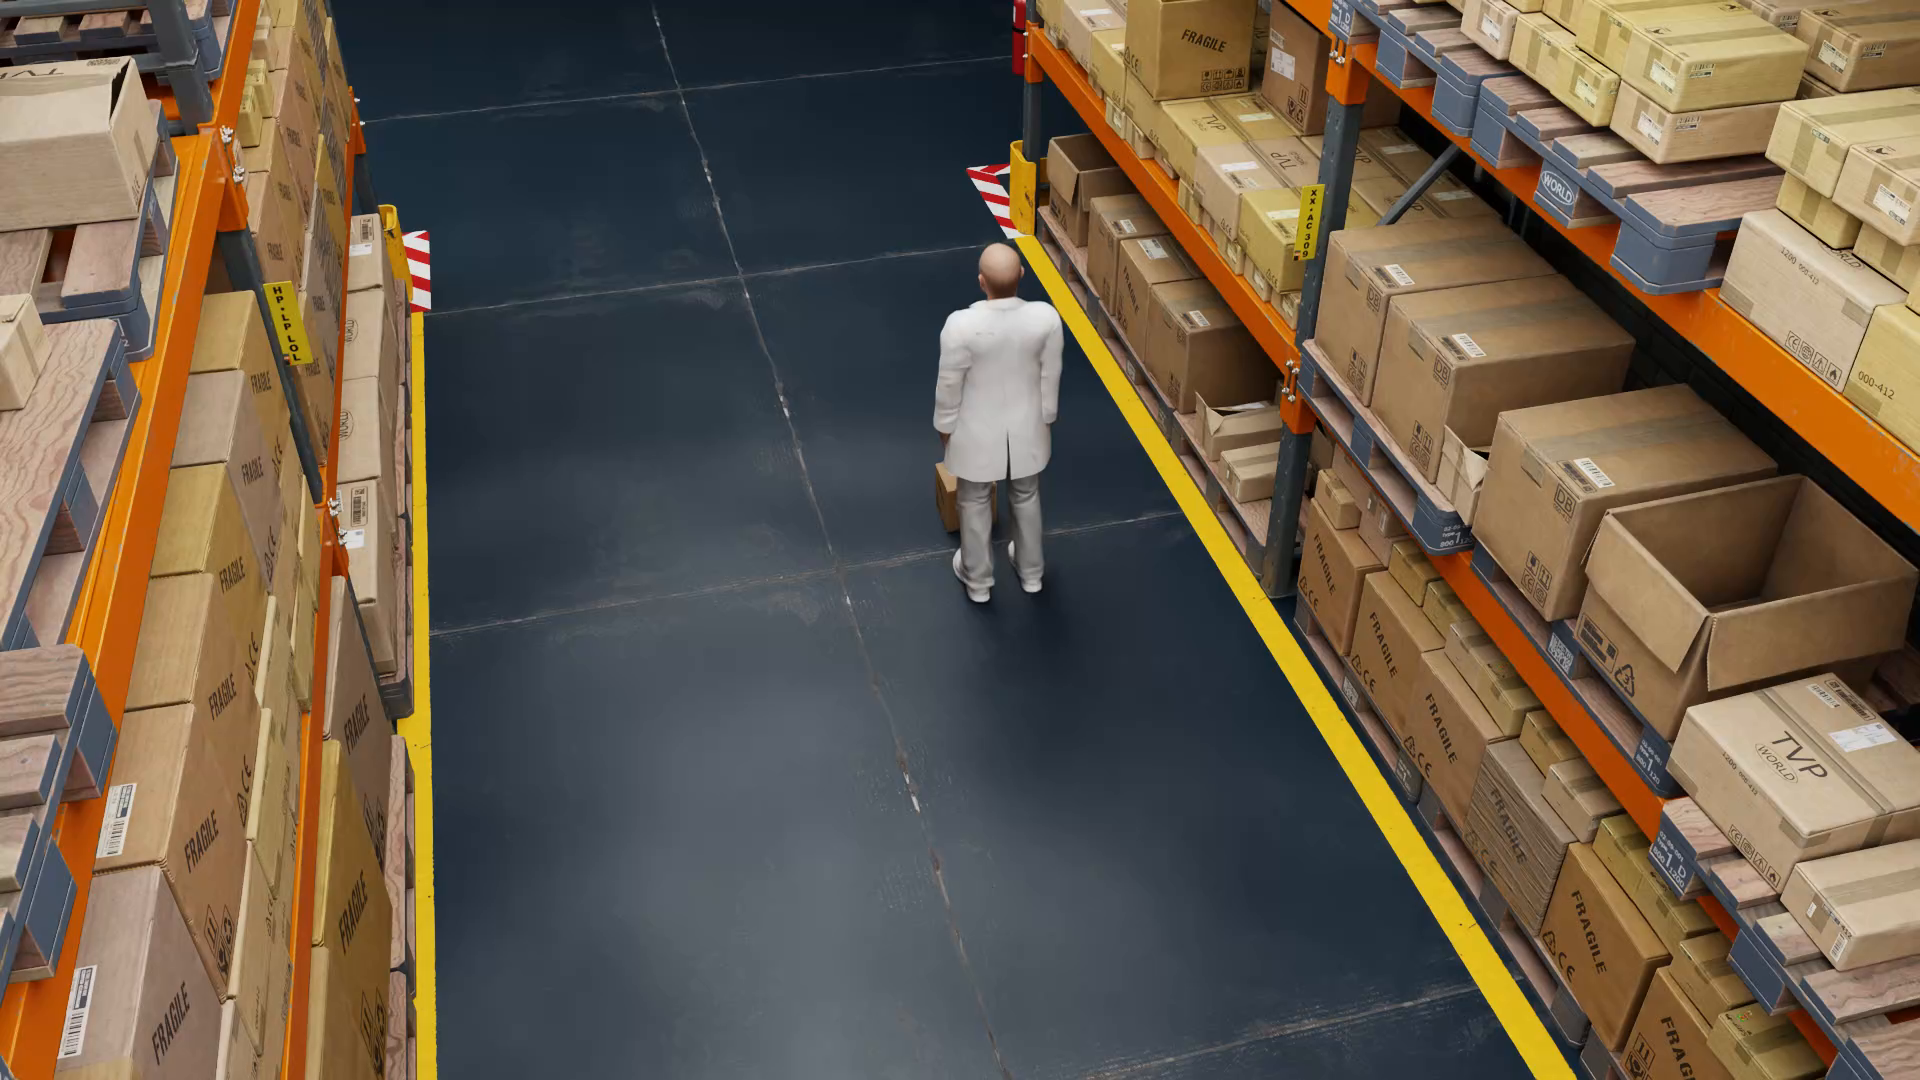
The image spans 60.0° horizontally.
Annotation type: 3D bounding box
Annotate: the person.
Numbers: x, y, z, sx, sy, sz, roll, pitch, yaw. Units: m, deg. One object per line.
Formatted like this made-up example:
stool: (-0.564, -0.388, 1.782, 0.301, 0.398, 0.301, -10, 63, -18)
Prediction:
person: (0.155, -0.527, 7.412, 0.562, 1.779, 0.388, -9, 38, -11)
